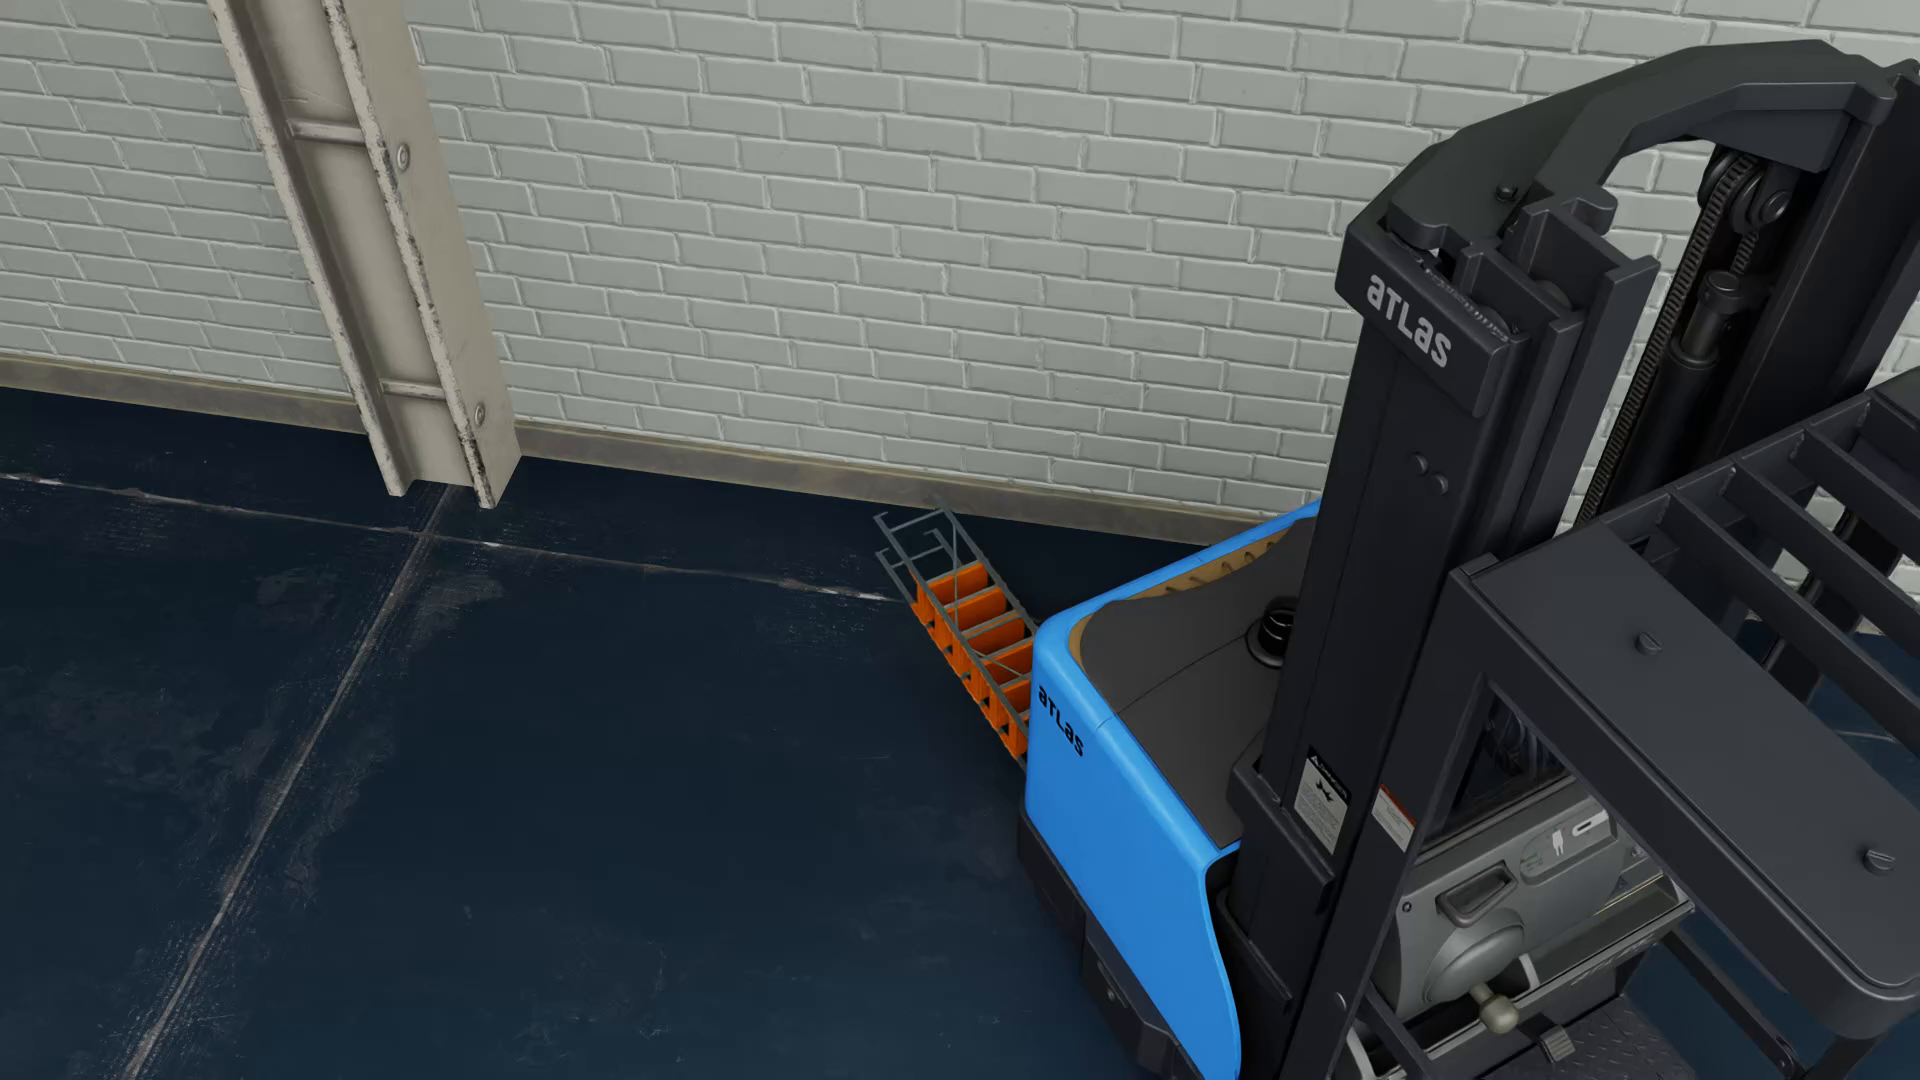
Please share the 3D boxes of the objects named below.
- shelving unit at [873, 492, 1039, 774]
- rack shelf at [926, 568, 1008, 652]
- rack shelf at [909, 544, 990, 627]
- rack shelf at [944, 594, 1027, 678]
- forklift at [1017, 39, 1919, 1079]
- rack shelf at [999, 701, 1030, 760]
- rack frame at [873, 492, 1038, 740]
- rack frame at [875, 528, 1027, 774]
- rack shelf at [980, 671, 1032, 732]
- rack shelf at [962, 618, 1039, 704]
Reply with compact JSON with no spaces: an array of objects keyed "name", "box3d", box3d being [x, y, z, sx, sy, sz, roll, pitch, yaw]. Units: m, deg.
[{"name":"shelving unit","box3d":[0.102,0.334,5.317,0.258,0.189,1.200,-22,52,-19]},{"name":"rack shelf","box3d":[0.023,0.227,5.413,0.258,0.180,0.103,-22,52,-19]},{"name":"rack shelf","box3d":[-0.034,0.148,5.483,0.258,0.180,0.103,-22,52,-19]},{"name":"rack shelf","box3d":[0.081,0.305,5.343,0.258,0.180,0.103,-22,52,-19]},{"name":"forklift","box3d":[1.317,0.736,3.118,1.130,2.935,3.031,-22,52,-19]},{"name":"rack shelf","box3d":[0.254,0.541,5.133,0.258,0.180,0.103,-22,52,-19]},{"name":"rack frame","box3d":[0.103,0.274,5.249,0.240,0.006,1.200,-22,52,-19]},{"name":"rack frame","box3d":[0.102,0.395,5.385,0.240,0.006,1.200,-22,52,-19]},{"name":"rack shelf","box3d":[0.196,0.462,5.203,0.258,0.180,0.103,-22,52,-19]},{"name":"rack shelf","box3d":[0.139,0.384,5.273,0.258,0.180,0.103,-22,52,-19]}]
